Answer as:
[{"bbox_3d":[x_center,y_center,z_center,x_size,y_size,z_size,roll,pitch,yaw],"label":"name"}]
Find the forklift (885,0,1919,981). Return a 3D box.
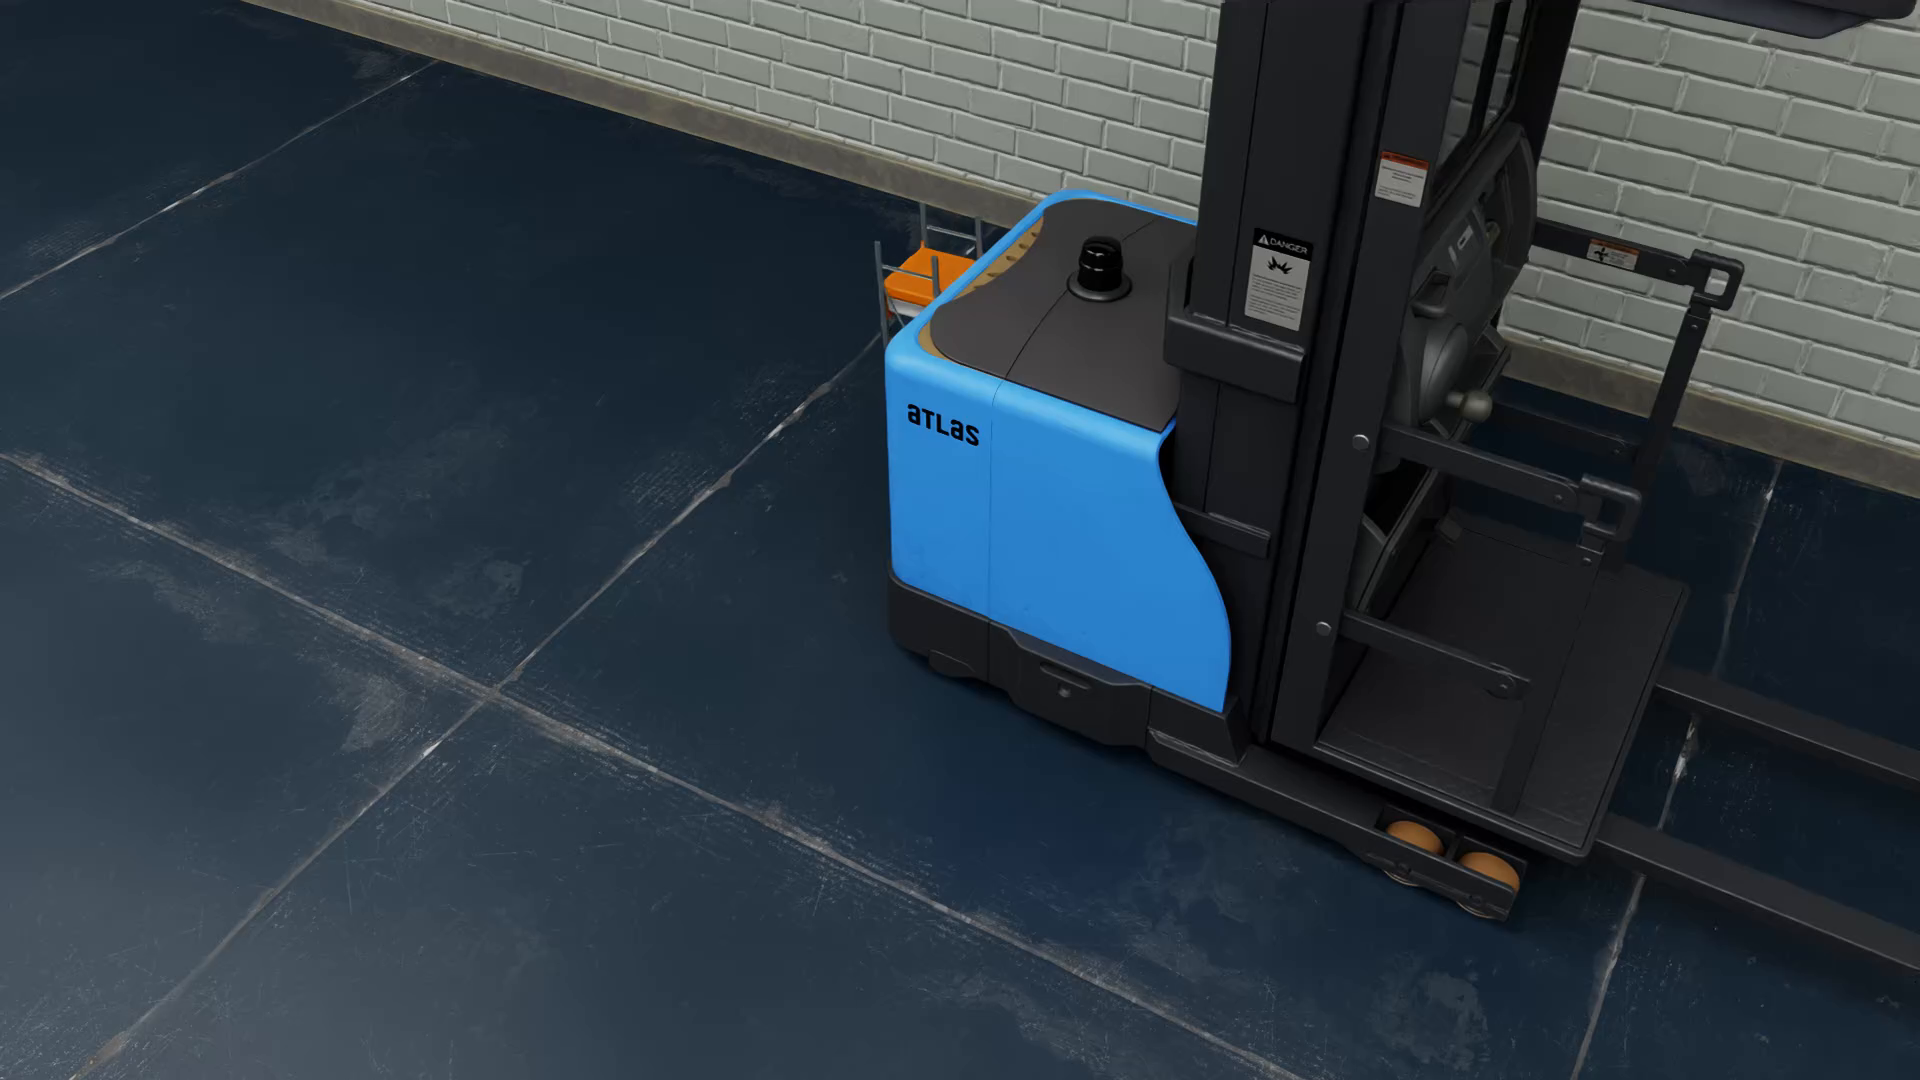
[{"bbox_3d":[1.323,-0.558,3.666,3.031,2.935,1.130,21,46,22],"label":"forklift"}]

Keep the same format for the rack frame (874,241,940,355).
[{"bbox_3d":[-0.124,-0.394,4.894,0.200,1.050,0.008,18,44,24],"label":"rack frame"}]

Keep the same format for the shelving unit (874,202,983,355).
[{"bbox_3d":[-0.063,-0.464,4.974,0.215,1.050,0.252,18,44,24],"label":"shelving unit"}]

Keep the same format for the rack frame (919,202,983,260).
[{"bbox_3d":[-0.003,-0.534,5.053,0.200,1.050,0.008,18,44,24],"label":"rack frame"}]

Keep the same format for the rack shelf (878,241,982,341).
[{"bbox_3d":[-0.076,-0.674,4.799,0.215,0.259,0.240,18,44,24],"label":"rack shelf"}]
